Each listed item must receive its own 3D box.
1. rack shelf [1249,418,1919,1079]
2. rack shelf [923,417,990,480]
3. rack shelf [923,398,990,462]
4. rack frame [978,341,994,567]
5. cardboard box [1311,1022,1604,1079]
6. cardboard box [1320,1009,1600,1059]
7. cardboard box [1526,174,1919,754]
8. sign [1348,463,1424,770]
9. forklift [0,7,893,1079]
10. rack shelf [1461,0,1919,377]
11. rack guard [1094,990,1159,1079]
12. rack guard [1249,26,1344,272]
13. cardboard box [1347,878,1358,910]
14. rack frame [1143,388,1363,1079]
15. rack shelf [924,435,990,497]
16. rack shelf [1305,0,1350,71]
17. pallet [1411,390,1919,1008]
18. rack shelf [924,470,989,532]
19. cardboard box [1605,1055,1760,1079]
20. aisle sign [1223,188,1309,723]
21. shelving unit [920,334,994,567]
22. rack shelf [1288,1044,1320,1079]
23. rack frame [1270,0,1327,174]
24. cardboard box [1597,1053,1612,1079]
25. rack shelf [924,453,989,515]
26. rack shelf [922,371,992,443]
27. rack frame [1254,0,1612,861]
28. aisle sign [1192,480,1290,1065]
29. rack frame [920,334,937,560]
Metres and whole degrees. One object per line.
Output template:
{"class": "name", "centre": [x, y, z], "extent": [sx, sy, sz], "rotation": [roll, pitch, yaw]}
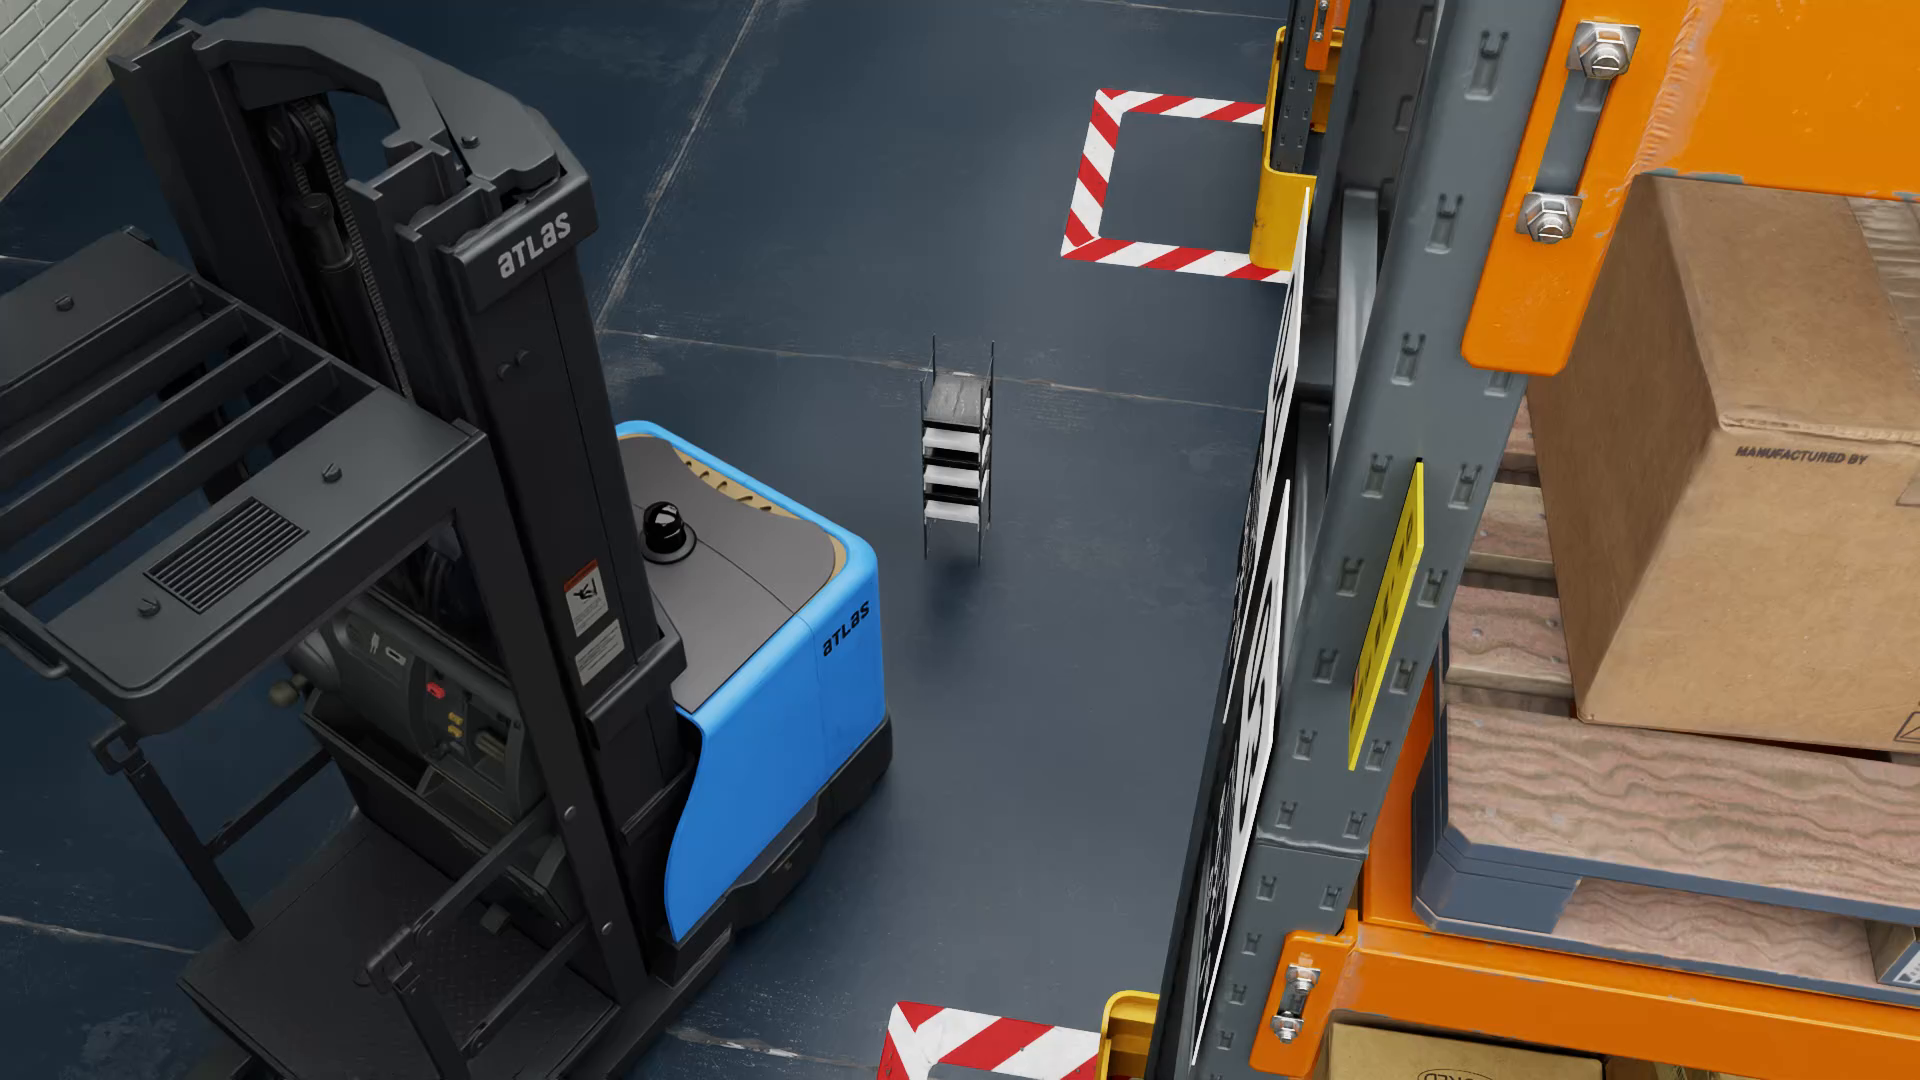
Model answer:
{"class": "rack shelf", "centre": [2.456, 0.495, 2.255], "extent": [4.000, 0.370, 1.077], "rotation": [8, 49, 7]}
{"class": "rack shelf", "centre": [-0.008, -0.340, 5.874], "extent": [0.200, 0.077, 0.258], "rotation": [8, 49, 7]}
{"class": "rack shelf", "centre": [-0.008, -0.400, 5.807], "extent": [0.200, 0.077, 0.258], "rotation": [8, 49, 7]}
{"class": "rack frame", "centre": [0.092, -0.288, 5.904], "extent": [0.006, 0.900, 0.240], "rotation": [8, 49, 7]}
{"class": "cardboard box", "centre": [0.913, 1.205, 3.052], "extent": [0.500, 0.250, 0.500], "rotation": [7, 48, 6]}
{"class": "cardboard box", "centre": [1.012, 0.814, 3.403], "extent": [0.500, 0.250, 0.500], "rotation": [7, 48, 6]}
{"class": "cardboard box", "centre": [1.009, -0.187, 1.968], "extent": [0.500, 0.500, 0.700], "rotation": [5, 48, 5]}
{"class": "sign", "centre": [0.384, 0.077, 1.507], "extent": [0.005, 0.325, 0.100], "rotation": [8, 49, 7]}
{"class": "forklift", "centre": [-1.495, 0.439, 3.886], "extent": [1.130, 2.935, 3.031], "rotation": [28, 54, 23]}
{"class": "rack shelf", "centre": [2.456, -0.373, 1.288], "extent": [4.000, 0.370, 1.077], "rotation": [8, 49, 7]}
{"class": "rack guard", "centre": [0.465, 1.825, 4.274], "extent": [0.348, 0.500, 1.175], "rotation": [8, 49, 7]}
{"class": "rack guard", "centre": [1.545, -1.779, 7.512], "extent": [0.348, 0.500, 1.175], "rotation": [8, 49, 7]}
{"class": "cardboard box", "centre": [1.014, 0.565, 3.122], "extent": [0.500, 0.500, 0.500], "rotation": [8, 49, 7]}
{"class": "rack frame", "centre": [0.488, 0.993, 3.341], "extent": [0.127, 3.000, 1.000], "rotation": [8, 49, 7]}
{"class": "rack shelf", "centre": [-0.008, -0.280, 5.941], "extent": [0.200, 0.077, 0.258], "rotation": [8, 49, 7]}
{"class": "rack shelf", "centre": [3.438, -2.119, 6.621], "extent": [4.000, 0.370, 1.077], "rotation": [8, 49, 7]}
{"class": "pallet", "centre": [1.220, 0.111, 2.177], "extent": [1.213, 0.211, 1.003], "rotation": [8, 49, 7]}
{"class": "rack shelf", "centre": [-0.008, -0.159, 6.075], "extent": [0.200, 0.077, 0.258], "rotation": [8, 49, 7]}
{"class": "cardboard box", "centre": [1.405, 1.020, 2.713], "extent": [0.500, 0.500, 0.500], "rotation": [7, 48, 6]}
{"class": "aisle sign", "centre": [0.471, -0.105, 2.580], "extent": [0.004, 0.787, 0.394], "rotation": [8, 49, 7]}
{"class": "shelving unit", "centre": [-0.008, -0.302, 5.916], "extent": [0.210, 0.900, 0.258], "rotation": [8, 49, 7]}
{"class": "rack shelf", "centre": [2.456, 1.498, 3.371], "extent": [4.000, 0.370, 1.077], "rotation": [8, 49, 7]}
{"class": "rack frame", "centre": [1.470, -2.624, 6.591], "extent": [0.127, 3.000, 1.000], "rotation": [8, 49, 7]}
{"class": "cardboard box", "centre": [1.511, 0.881, 3.343], "extent": [0.500, 0.250, 0.500], "rotation": [7, 48, 6]}
{"class": "rack shelf", "centre": [-0.008, -0.219, 6.008], "extent": [0.200, 0.077, 0.258], "rotation": [8, 49, 7]}
{"class": "rack shelf", "centre": [-0.008, -0.460, 5.740], "extent": [0.200, 0.077, 0.258], "rotation": [8, 49, 7]}
{"class": "rack frame", "centre": [0.488, -1.012, 1.110], "extent": [0.127, 3.000, 1.000], "rotation": [8, 49, 7]}
{"class": "aisle sign", "centre": [0.364, 0.334, 2.185], "extent": [0.004, 0.787, 0.394], "rotation": [8, 49, 7]}
{"class": "rack frame", "centre": [-0.108, -0.315, 5.928], "extent": [0.006, 0.900, 0.240], "rotation": [8, 49, 7]}
